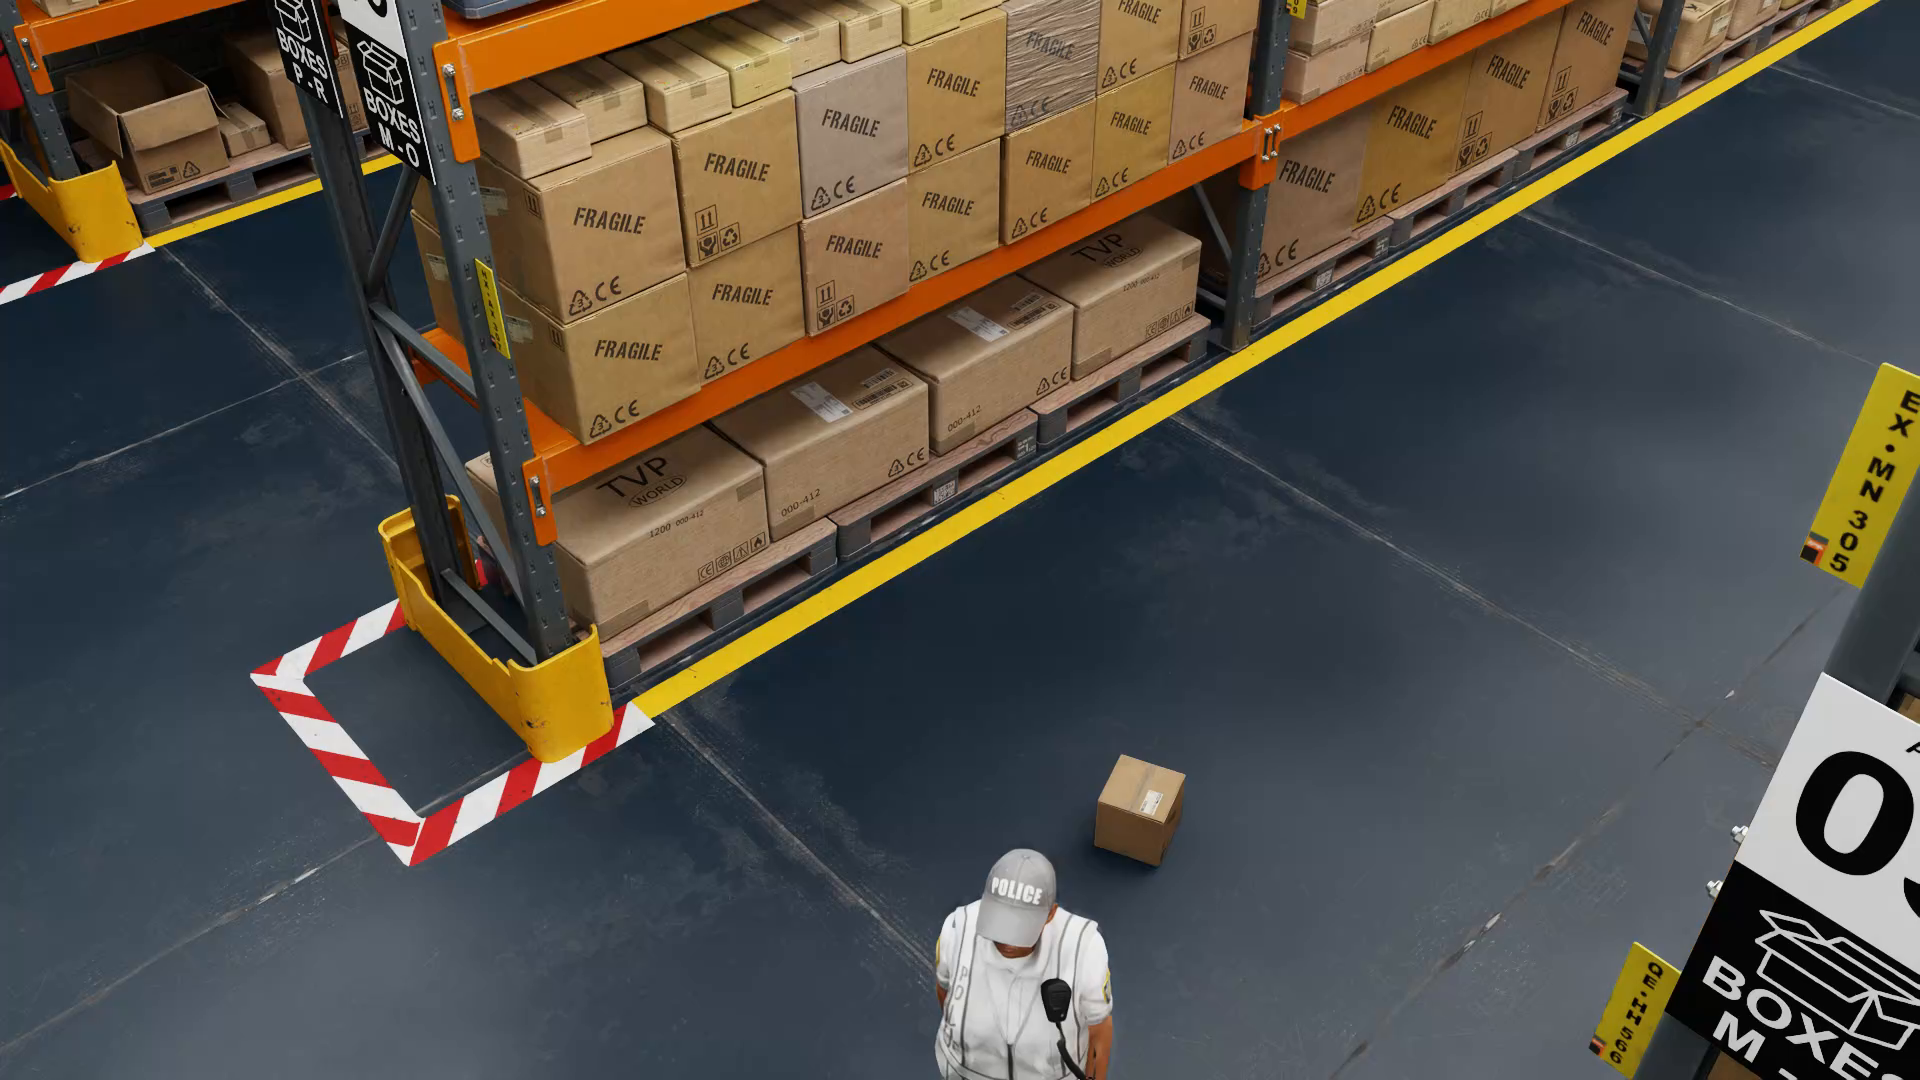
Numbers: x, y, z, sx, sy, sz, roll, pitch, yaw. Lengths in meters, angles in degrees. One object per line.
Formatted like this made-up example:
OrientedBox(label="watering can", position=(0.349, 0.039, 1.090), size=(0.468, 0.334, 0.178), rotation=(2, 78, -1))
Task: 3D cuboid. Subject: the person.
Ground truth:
OrientedBox(label="person", position=(0.166, 1.387, 4.493), size=(0.473, 1.616, 0.949), rotation=(4, 40, 4))
